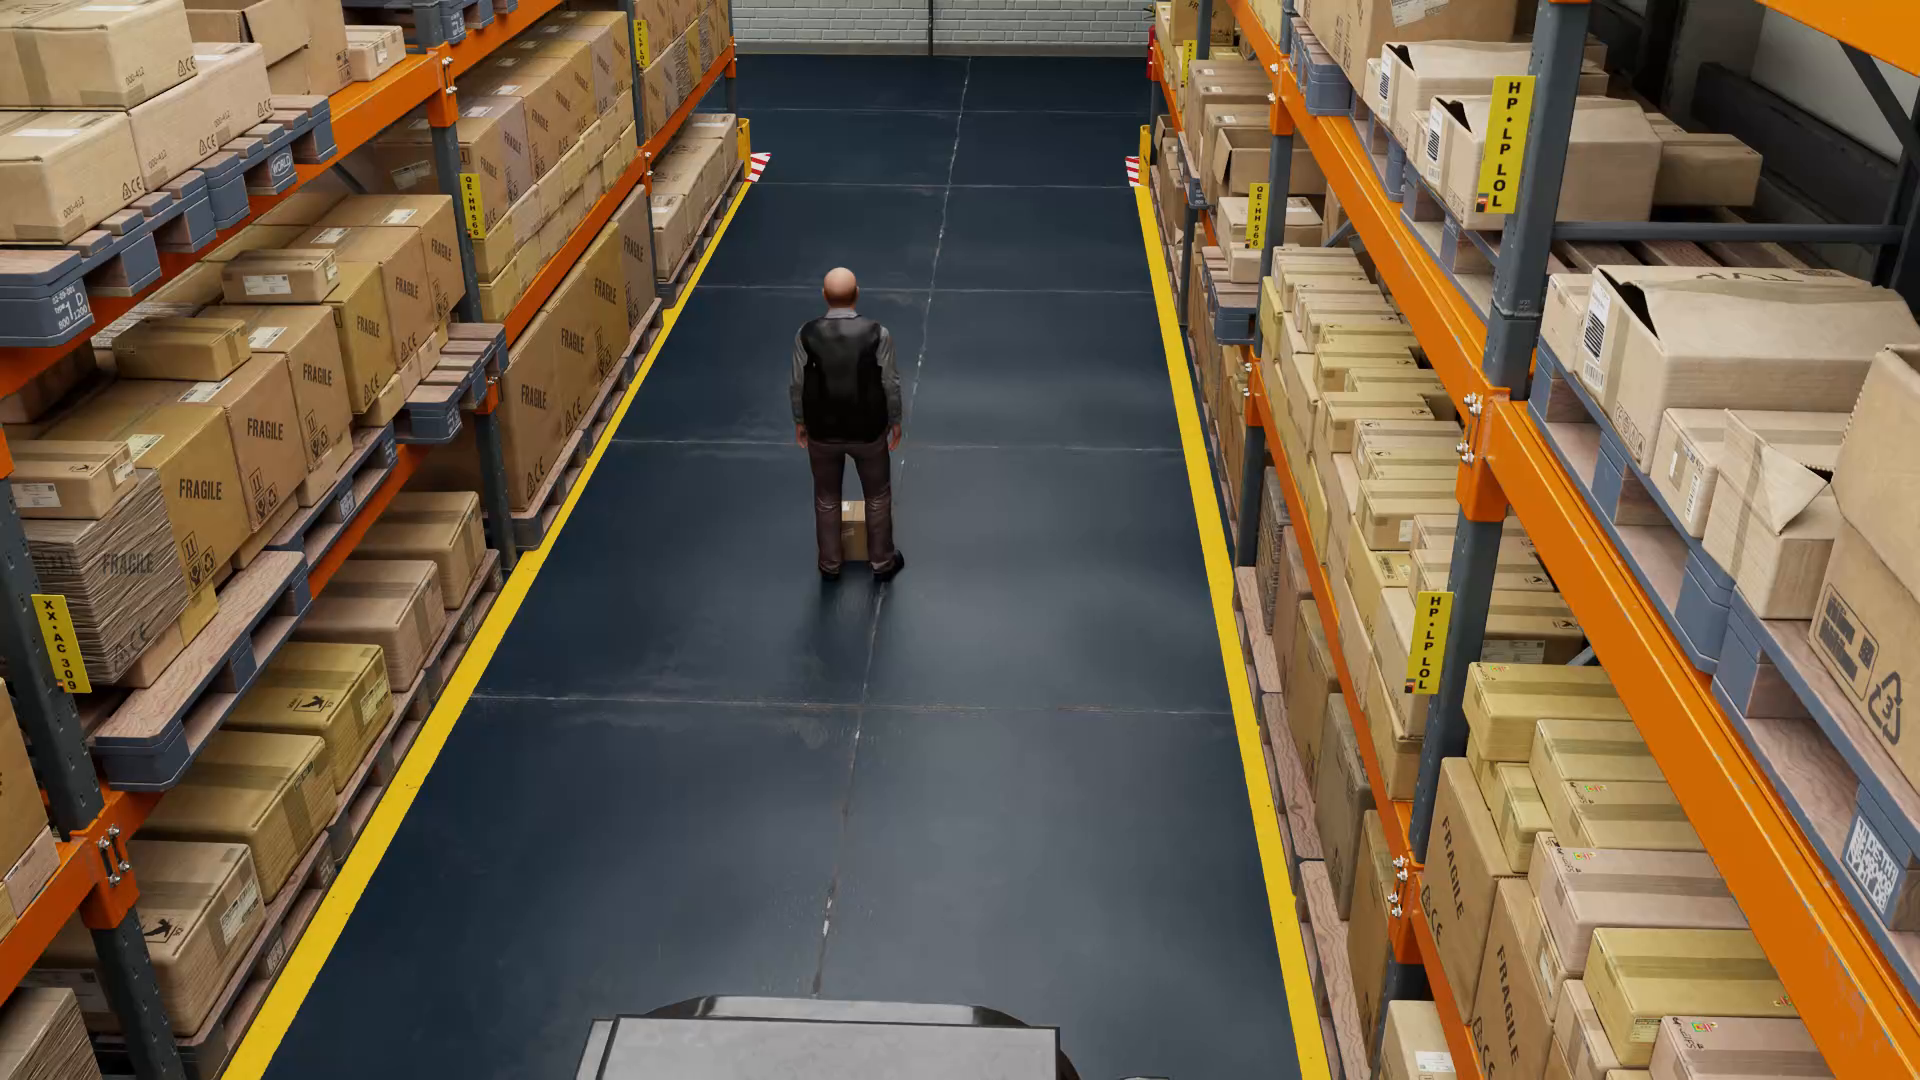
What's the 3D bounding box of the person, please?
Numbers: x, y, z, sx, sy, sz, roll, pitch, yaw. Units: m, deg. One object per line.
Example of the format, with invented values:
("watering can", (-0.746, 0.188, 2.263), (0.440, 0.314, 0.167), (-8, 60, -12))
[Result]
("person", (-0.592, -0.573, 8.734), (0.580, 1.721, 0.414), (1, 28, 2))
